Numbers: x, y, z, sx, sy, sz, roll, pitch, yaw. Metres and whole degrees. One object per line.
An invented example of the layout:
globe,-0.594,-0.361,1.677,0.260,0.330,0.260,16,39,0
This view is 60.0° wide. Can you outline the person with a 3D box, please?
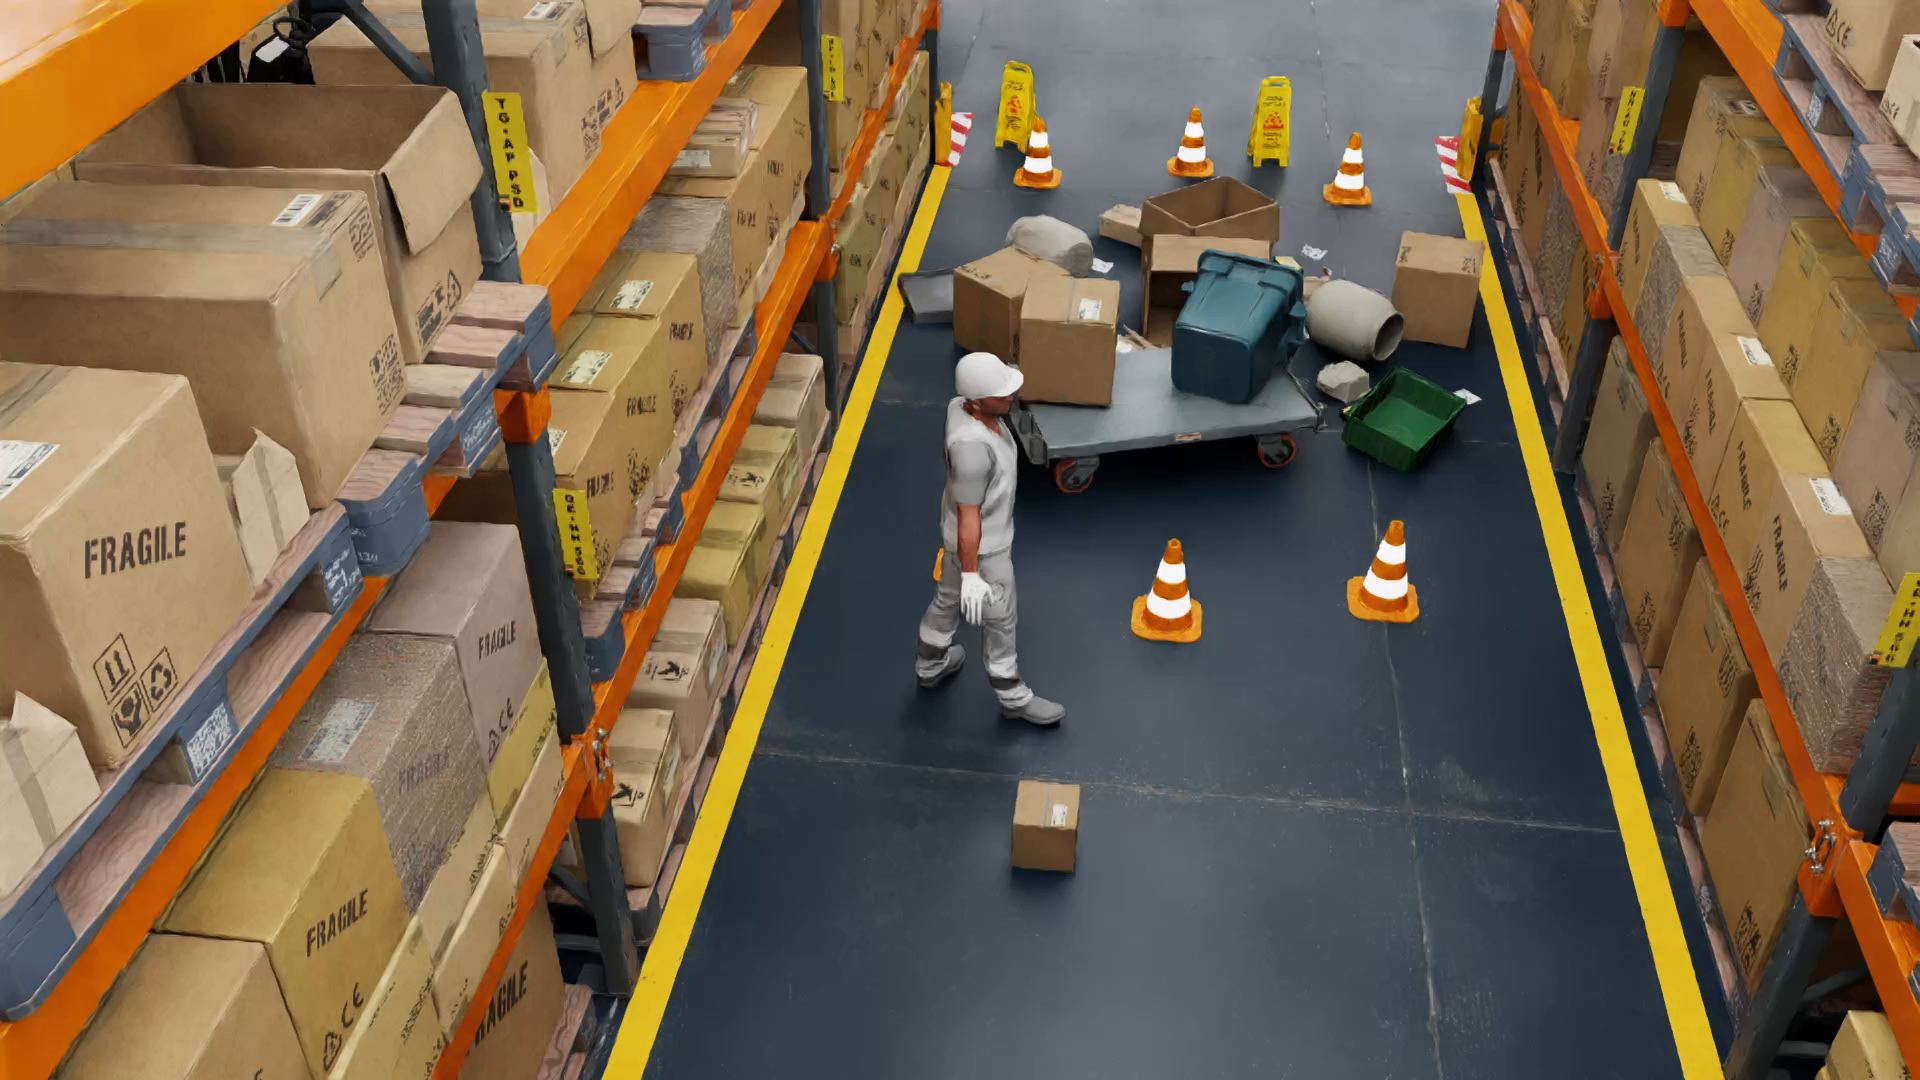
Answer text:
person,0.136,0.018,6.981,0.667,1.786,0.790,-1,36,-2
